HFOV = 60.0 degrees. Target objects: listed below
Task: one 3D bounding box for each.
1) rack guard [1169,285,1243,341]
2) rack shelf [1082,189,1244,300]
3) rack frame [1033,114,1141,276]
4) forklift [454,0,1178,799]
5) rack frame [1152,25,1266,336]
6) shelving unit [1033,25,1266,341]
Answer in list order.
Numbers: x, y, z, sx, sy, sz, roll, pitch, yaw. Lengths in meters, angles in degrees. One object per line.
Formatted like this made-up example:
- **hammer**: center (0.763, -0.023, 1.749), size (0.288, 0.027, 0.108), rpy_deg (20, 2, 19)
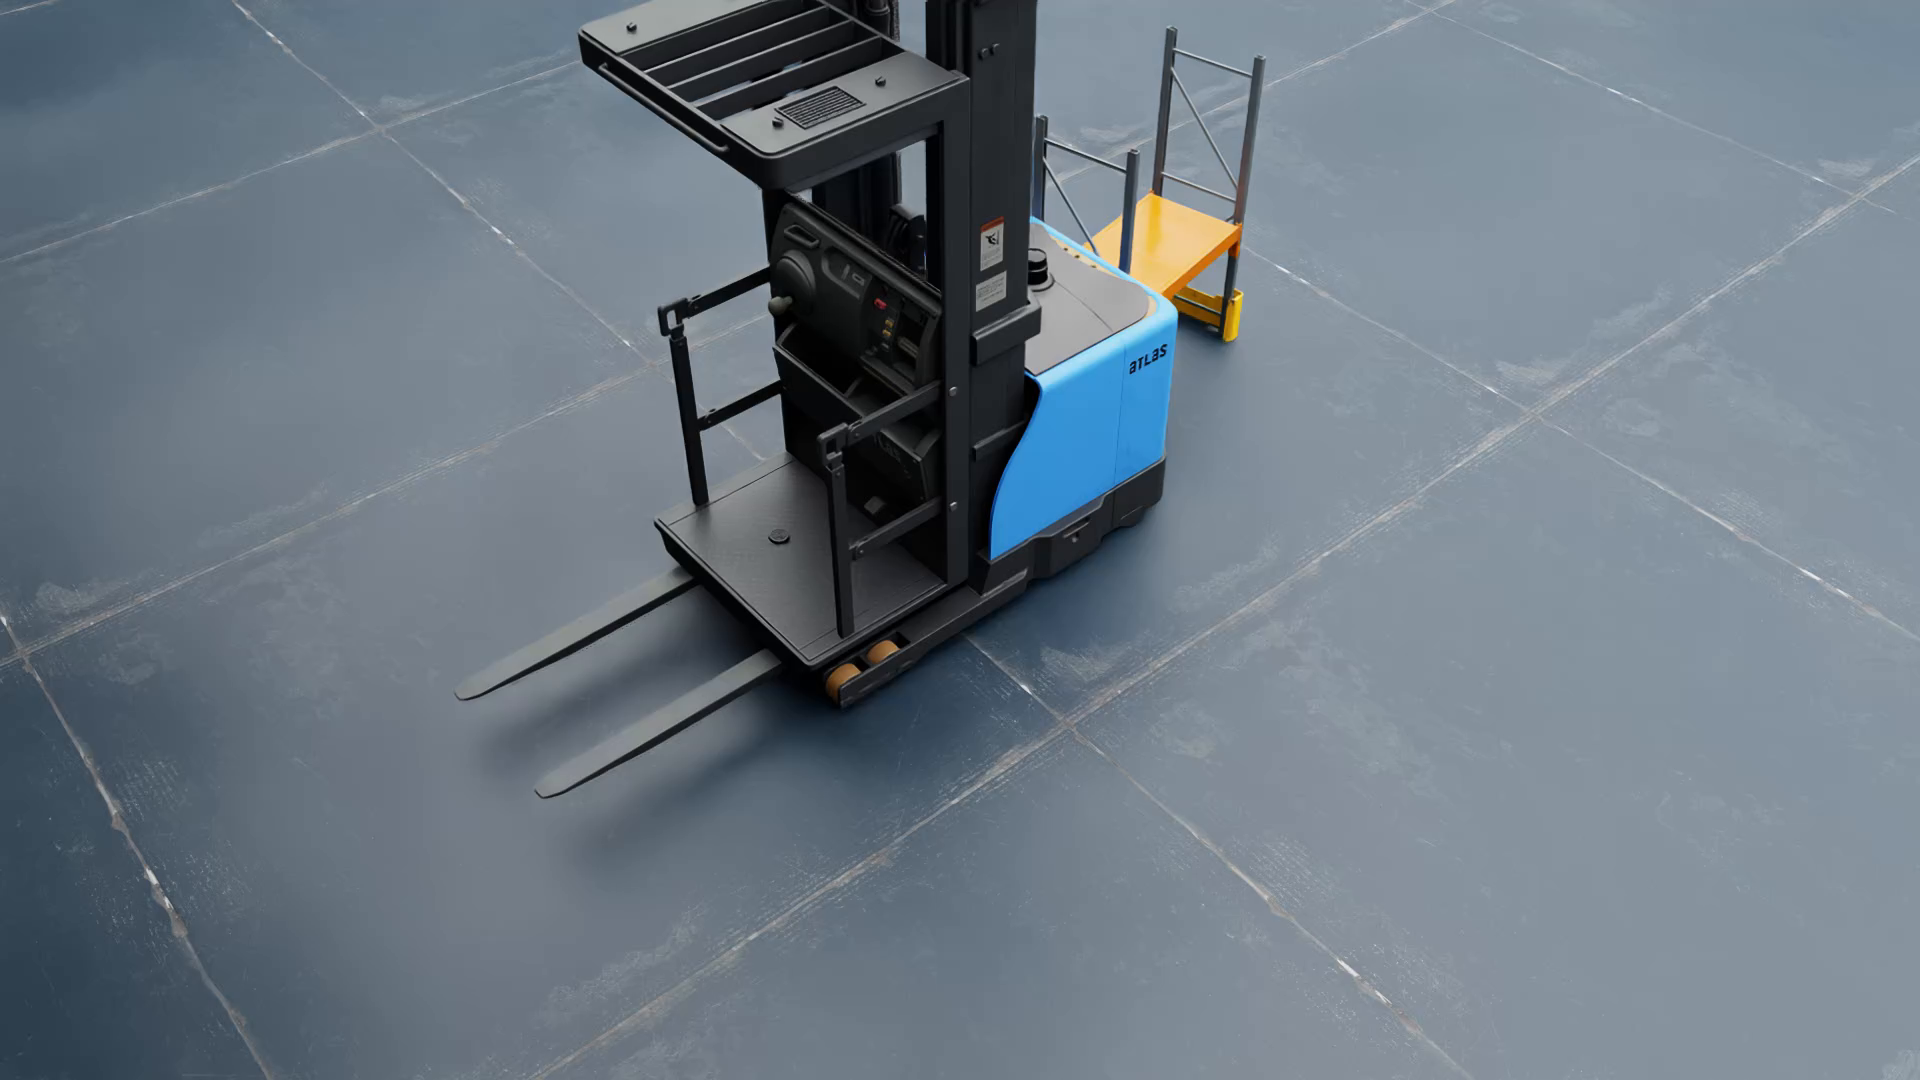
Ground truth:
- **rack guard**: center (1.141, -1.222, 8.368), size (0.587, 0.250, 0.087), rpy_deg (28, 50, 26)
- **rack shelf**: center (0.833, -1.270, 7.770), size (0.538, 0.185, 1.000), rpy_deg (28, 50, 26)
- **rack frame**: center (0.524, -1.125, 7.352), size (0.500, 1.500, 0.032), rpy_deg (28, 50, 26)
- **forklift**: center (-0.553, -0.825, 5.988), size (3.031, 2.935, 1.130), rpy_deg (-30, 51, -28)
- **rack frame**: center (1.142, -1.678, 7.941), size (0.500, 1.500, 0.032), rpy_deg (28, 50, 26)
- **shelving unit**: center (0.839, -1.406, 7.652), size (0.587, 1.500, 1.083), rpy_deg (28, 50, 26)
